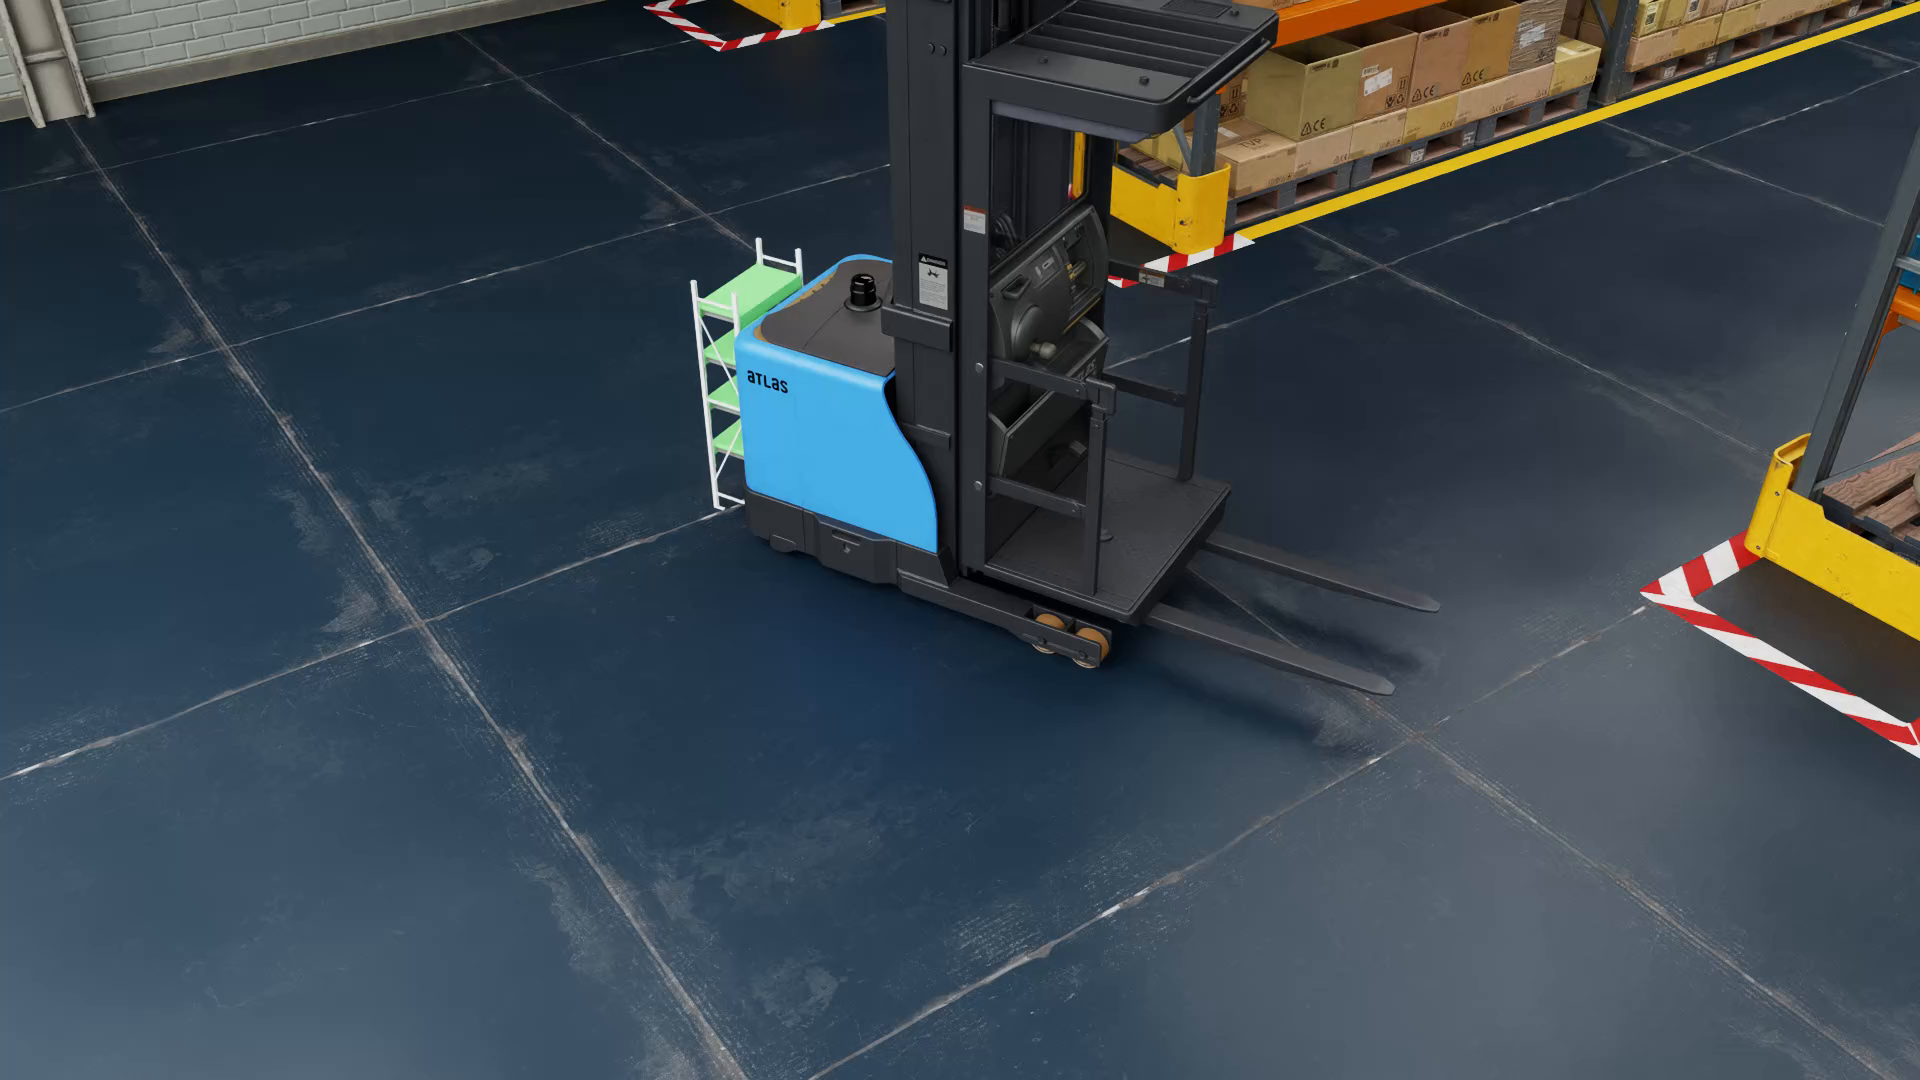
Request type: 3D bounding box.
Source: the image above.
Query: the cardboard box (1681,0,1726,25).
[{"bbox_3d":[5.365,-4.106,12.405,0.500,0.311,0.500,-23,42,-28],"label":"cardboard box"}]

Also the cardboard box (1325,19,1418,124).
[{"bbox_3d":[2.577,-3.069,10.801,0.500,0.500,0.500,-22,41,-28],"label":"cardboard box"}]

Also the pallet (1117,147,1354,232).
[{"bbox_3d":[1.803,-2.438,10.959,1.213,0.211,1.003,-22,41,-28],"label":"pallet"}]

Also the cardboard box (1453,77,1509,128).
[{"bbox_3d":[3.404,-3.093,11.477,0.500,0.250,0.500,-22,41,-28],"label":"cardboard box"}]

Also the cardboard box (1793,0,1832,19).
[{"bbox_3d":[6.620,-4.402,13.296,0.500,0.250,0.500,-21,41,-27],"label":"cardboard box"}]

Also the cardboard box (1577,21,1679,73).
[{"bbox_3d":[4.944,-3.710,12.334,0.500,0.250,0.500,-23,42,-29],"label":"cardboard box"}]

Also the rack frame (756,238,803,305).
[{"bbox_3d":[-0.827,-0.860,7.918,0.240,1.200,0.015,18,40,24],"label":"rack frame"}]

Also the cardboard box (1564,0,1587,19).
[{"bbox_3d":[4.638,-4.193,12.526,0.500,0.311,0.500,-22,41,-28],"label":"cardboard box"}]

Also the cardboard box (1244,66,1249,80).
[{"bbox_3d":[2.278,-3.317,11.146,0.500,0.500,0.500,-22,41,-28],"label":"cardboard box"}]

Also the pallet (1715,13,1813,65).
[{"bbox_3d":[6.049,-4.185,13.389,1.213,0.211,1.003,-22,41,-28],"label":"pallet"}]

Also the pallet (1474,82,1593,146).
[{"bbox_3d":[3.797,-3.259,12.100,1.213,0.211,1.003,-22,41,-28],"label":"pallet"}]

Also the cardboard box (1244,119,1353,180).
[{"bbox_3d":[2.175,-2.591,10.779,0.500,0.250,0.500,-22,41,-28],"label":"cardboard box"}]

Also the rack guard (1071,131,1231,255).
[{"bbox_3d":[1.182,-2.270,10.478,0.348,0.500,1.175,-22,41,-28],"label":"rack guard"}]

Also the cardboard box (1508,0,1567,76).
[{"bbox_3d":[3.803,-3.574,11.503,0.500,0.500,0.500,-22,41,-28],"label":"cardboard box"}]

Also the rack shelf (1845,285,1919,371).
[{"bbox_3d":[5.687,-1.308,7.616,4.000,0.370,1.077,-22,41,-28],"label":"rack shelf"}]

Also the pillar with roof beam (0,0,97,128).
[{"bbox_3d":[-4.005,-4.667,6.532,0.400,9.000,9.100,-22,41,-28],"label":"pillar with roof beam"}]

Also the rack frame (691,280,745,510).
[{"bbox_3d":[-1.070,-0.612,7.574,0.240,1.200,0.015,18,40,24],"label":"rack frame"}]

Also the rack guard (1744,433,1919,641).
[{"bbox_3d":[4.087,0.039,7.267,0.348,0.500,1.175,-22,41,-28],"label":"rack guard"}]

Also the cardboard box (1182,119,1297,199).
[{"bbox_3d":[1.769,-2.421,10.543,0.500,0.250,0.500,-22,41,-28],"label":"cardboard box"}]

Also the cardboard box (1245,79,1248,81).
[{"bbox_3d":[2.280,-3.011,11.363,0.500,0.250,0.500,-22,41,-28],"label":"cardboard box"}]

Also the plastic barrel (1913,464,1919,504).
[{"bbox_3d":[4.546,-0.346,7.433,0.421,0.512,0.421,0,36,0],"label":"plastic barrel"}]

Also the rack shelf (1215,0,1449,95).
[{"bbox_3d":[2.837,-3.673,10.905,4.000,0.370,1.077,-22,41,-28],"label":"rack shelf"}]

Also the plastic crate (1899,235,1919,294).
[{"bbox_3d":[4.289,-1.178,6.947,0.616,0.251,0.499,-22,41,-28],"label":"plastic crate"}]

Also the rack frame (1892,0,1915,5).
[{"bbox_3d":[7.741,-5.984,13.501,0.127,3.000,1.000,-22,41,-28],"label":"rack frame"}]

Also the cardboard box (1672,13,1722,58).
[{"bbox_3d":[5.363,-3.881,12.573,0.500,0.250,0.500,-21,41,-27],"label":"cardboard box"}]

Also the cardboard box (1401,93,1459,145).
[{"bbox_3d":[2.996,-2.925,11.243,0.500,0.250,0.500,-22,41,-28],"label":"cardboard box"}]

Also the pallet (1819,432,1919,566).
[{"bbox_3d":[4.755,-0.114,7.728,1.213,0.211,1.003,-22,41,-28],"label":"pallet"}]

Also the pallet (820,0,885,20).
[{"bbox_3d":[-0.908,-4.806,14.251,1.213,0.211,1.003,-22,41,-28],"label":"pallet"}]

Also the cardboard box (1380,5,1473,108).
[{"bbox_3d":[2.996,-3.229,11.023,0.500,0.500,0.500,-22,41,-28],"label":"cardboard box"}]

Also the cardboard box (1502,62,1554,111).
[{"bbox_3d":[3.804,-3.269,11.721,0.500,0.250,0.500,-22,41,-28],"label":"cardboard box"}]

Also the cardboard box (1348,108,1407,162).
[{"bbox_3d":[2.584,-2.759,11.013,0.500,0.250,0.500,-22,41,-28],"label":"cardboard box"}]

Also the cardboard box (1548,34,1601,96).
[{"bbox_3d":[4.218,-3.432,11.948,0.500,0.250,0.500,-22,41,-28],"label":"cardboard box"}]

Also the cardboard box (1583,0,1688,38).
[{"bbox_3d":[4.953,-3.940,12.174,0.500,0.311,0.500,-22,41,-28],"label":"cardboard box"}]

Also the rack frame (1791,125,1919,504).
[{"bbox_3d":[4.052,-0.927,6.471,0.127,3.000,1.000,-22,41,-28],"label":"rack frame"}]

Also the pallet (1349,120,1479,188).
[{"bbox_3d":[2.799,-2.846,11.526,1.213,0.211,1.003,-22,41,-28],"label":"pallet"}]

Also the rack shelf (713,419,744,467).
[{"bbox_3d":[-0.948,-0.489,7.923,0.258,0.148,0.480,18,40,24],"label":"rack shelf"}]

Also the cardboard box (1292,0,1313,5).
[{"bbox_3d":[2.017,-3.663,10.189,0.500,0.500,0.700,-21,41,-27],"label":"cardboard box"}]

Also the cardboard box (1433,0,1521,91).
[{"bbox_3d":[3.397,-3.404,11.267,0.500,0.500,0.500,-22,41,-28],"label":"cardboard box"}]

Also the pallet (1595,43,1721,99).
[{"bbox_3d":[5.051,-3.773,12.815,1.213,0.211,1.003,-22,41,-28],"label":"pallet"}]

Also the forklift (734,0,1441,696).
[{"bbox_3d":[0.545,-1.008,6.641,3.031,2.935,1.130,18,40,24],"label":"forklift"}]

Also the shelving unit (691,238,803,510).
[{"bbox_3d":[-0.948,-0.736,7.746,0.258,1.200,0.503,18,40,24],"label":"shelving unit"}]

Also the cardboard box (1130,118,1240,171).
[{"bbox_3d":[1.470,-2.668,10.886,0.500,0.250,0.500,-22,41,-28],"label":"cardboard box"}]

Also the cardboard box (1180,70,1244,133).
[{"bbox_3d":[1.469,-2.974,10.669,0.500,0.500,0.500,-22,41,-28],"label":"cardboard box"}]

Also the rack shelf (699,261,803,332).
[{"bbox_3d":[-0.948,-1.074,7.503,0.258,0.148,0.480,18,40,24],"label":"rack shelf"}]

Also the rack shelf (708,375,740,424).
[{"bbox_3d":[-0.948,-0.684,7.783,0.258,0.148,0.480,18,40,24],"label":"rack shelf"}]

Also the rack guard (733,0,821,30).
[{"bbox_3d":[-1.593,-4.666,13.810,0.348,0.500,1.175,-22,41,-28],"label":"rack guard"}]

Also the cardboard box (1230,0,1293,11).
[{"bbox_3d":[1.591,-3.484,9.940,0.500,0.500,0.700,-22,41,-28],"label":"cardboard box"}]

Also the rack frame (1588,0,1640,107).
[{"bbox_3d":[4.472,-4.638,11.630,0.127,3.000,1.000,-22,41,-28],"label":"rack frame"}]

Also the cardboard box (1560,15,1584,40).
[{"bbox_3d":[4.644,-3.970,12.697,0.500,0.250,0.500,-23,42,-28],"label":"cardboard box"}]

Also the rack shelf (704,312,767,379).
[{"bbox_3d":[-0.948,-0.879,7.643,0.258,0.148,0.480,18,40,24],"label":"rack shelf"}]

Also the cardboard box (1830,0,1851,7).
[{"bbox_3d":[7.032,-4.569,13.530,0.500,0.250,0.500,-23,42,-28],"label":"cardboard box"}]

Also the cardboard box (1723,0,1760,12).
[{"bbox_3d":[5.787,-4.281,12.648,0.500,0.311,0.500,-24,42,-29],"label":"cardboard box"}]

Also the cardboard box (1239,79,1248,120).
[{"bbox_3d":[1.872,-2.842,11.128,0.500,0.250,0.500,-22,41,-28],"label":"cardboard box"}]

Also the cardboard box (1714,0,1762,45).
[{"bbox_3d":[5.784,-4.057,12.817,0.500,0.250,0.500,-24,42,-29],"label":"cardboard box"}]

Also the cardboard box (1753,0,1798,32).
[{"bbox_3d":[6.201,-4.227,13.054,0.500,0.250,0.500,-22,41,-27],"label":"cardboard box"}]

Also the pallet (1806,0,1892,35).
[{"bbox_3d":[7.046,-4.593,13.956,1.213,0.211,1.003,-22,41,-28],"label":"pallet"}]

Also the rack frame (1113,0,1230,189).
[{"bbox_3d":[1.202,-3.293,9.759,0.127,3.000,1.000,-22,41,-28],"label":"rack frame"}]

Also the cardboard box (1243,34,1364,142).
[{"bbox_3d":[2.176,-2.895,10.559,0.500,0.500,0.500,-22,41,-28],"label":"cardboard box"}]
